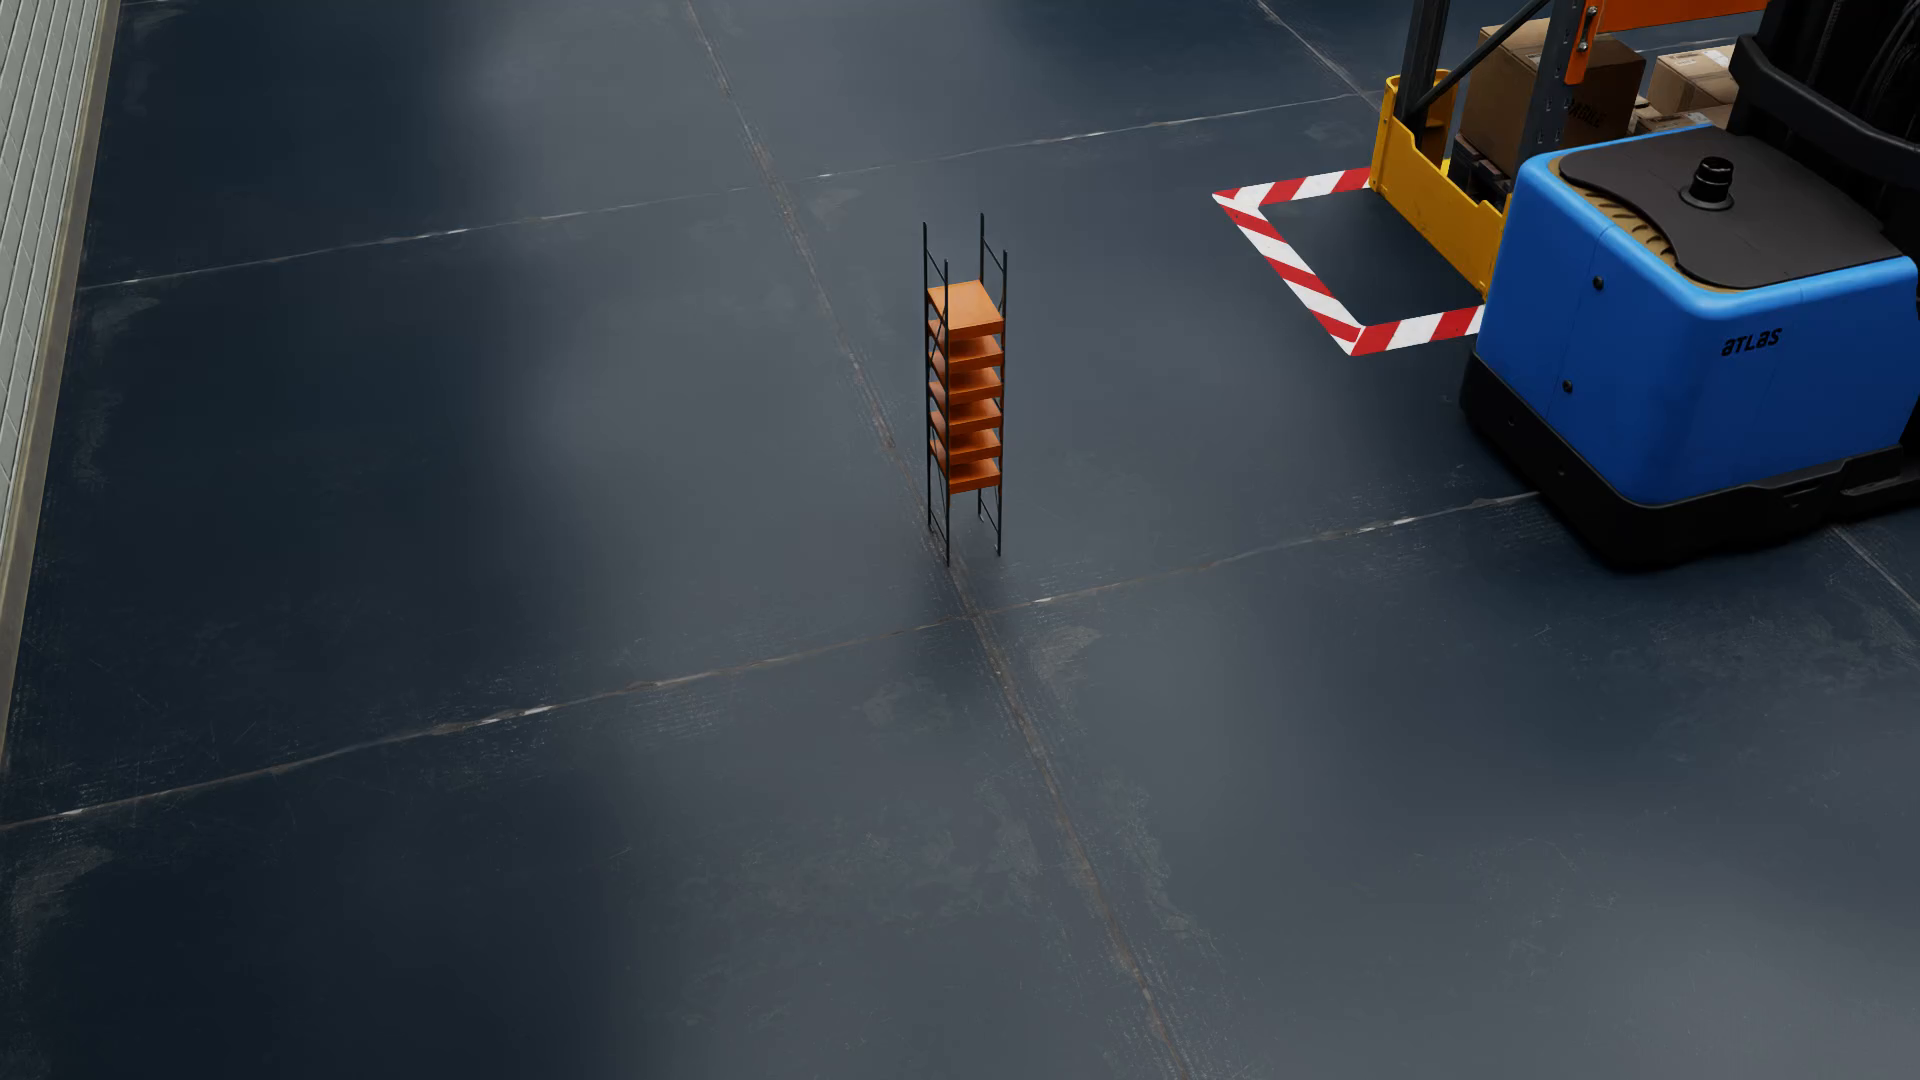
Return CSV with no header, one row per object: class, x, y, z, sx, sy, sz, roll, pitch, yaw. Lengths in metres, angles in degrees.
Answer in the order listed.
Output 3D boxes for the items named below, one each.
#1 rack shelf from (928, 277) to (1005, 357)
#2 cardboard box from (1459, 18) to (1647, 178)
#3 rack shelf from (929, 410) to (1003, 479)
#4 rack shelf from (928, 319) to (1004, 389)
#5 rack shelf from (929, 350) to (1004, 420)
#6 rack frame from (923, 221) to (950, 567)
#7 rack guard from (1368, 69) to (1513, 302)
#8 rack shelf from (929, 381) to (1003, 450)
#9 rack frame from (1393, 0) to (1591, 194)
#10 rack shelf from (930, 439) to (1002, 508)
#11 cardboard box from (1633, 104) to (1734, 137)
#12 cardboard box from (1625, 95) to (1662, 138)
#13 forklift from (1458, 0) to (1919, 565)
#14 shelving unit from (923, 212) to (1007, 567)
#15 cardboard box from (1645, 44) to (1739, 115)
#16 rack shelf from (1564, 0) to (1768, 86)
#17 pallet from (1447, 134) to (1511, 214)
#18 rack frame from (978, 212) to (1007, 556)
rack shelf,0.014,-0.692,5.151,0.180,0.103,0.258,-12,42,-13
cardboard box,2.565,-1.925,7.239,0.500,0.500,0.500,-12,42,-13
rack shelf,0.014,-0.331,5.467,0.180,0.103,0.258,-12,42,-13
rack shelf,0.014,-0.602,5.230,0.180,0.103,0.258,-12,42,-13
rack shelf,0.014,-0.512,5.309,0.180,0.103,0.258,-12,42,-13
rack frame,-0.073,-0.437,5.338,0.006,1.200,0.240,-12,42,-13
rack guard,2.193,-1.512,7.101,0.348,0.500,1.175,-12,42,-13
rack shelf,0.014,-0.421,5.388,0.180,0.103,0.258,-12,42,-13
rack frame,2.120,-2.438,6.261,0.127,3.000,1.000,-12,42,-13
rack shelf,0.014,-0.241,5.546,0.180,0.103,0.258,-12,42,-13
cardboard box,3.201,-1.597,7.054,0.500,0.250,0.500,-12,42,-13
cardboard box,2.978,-1.823,7.376,0.250,0.166,0.380,-12,42,-13
forklift,3.441,-1.610,5.365,3.031,2.935,1.130,-13,43,-15
shelving unit,0.014,-0.455,5.359,0.189,1.200,0.258,-12,42,-13
cardboard box,3.480,-2.000,7.514,0.500,0.250,0.500,-12,42,-13
rack shelf,4.028,-2.563,6.950,4.000,0.370,1.077,-12,42,-13
pallet,2.953,-1.561,7.377,1.213,0.211,1.003,-12,42,-13
rack frame,0.101,-0.473,5.379,0.006,1.200,0.240,-12,42,-13
